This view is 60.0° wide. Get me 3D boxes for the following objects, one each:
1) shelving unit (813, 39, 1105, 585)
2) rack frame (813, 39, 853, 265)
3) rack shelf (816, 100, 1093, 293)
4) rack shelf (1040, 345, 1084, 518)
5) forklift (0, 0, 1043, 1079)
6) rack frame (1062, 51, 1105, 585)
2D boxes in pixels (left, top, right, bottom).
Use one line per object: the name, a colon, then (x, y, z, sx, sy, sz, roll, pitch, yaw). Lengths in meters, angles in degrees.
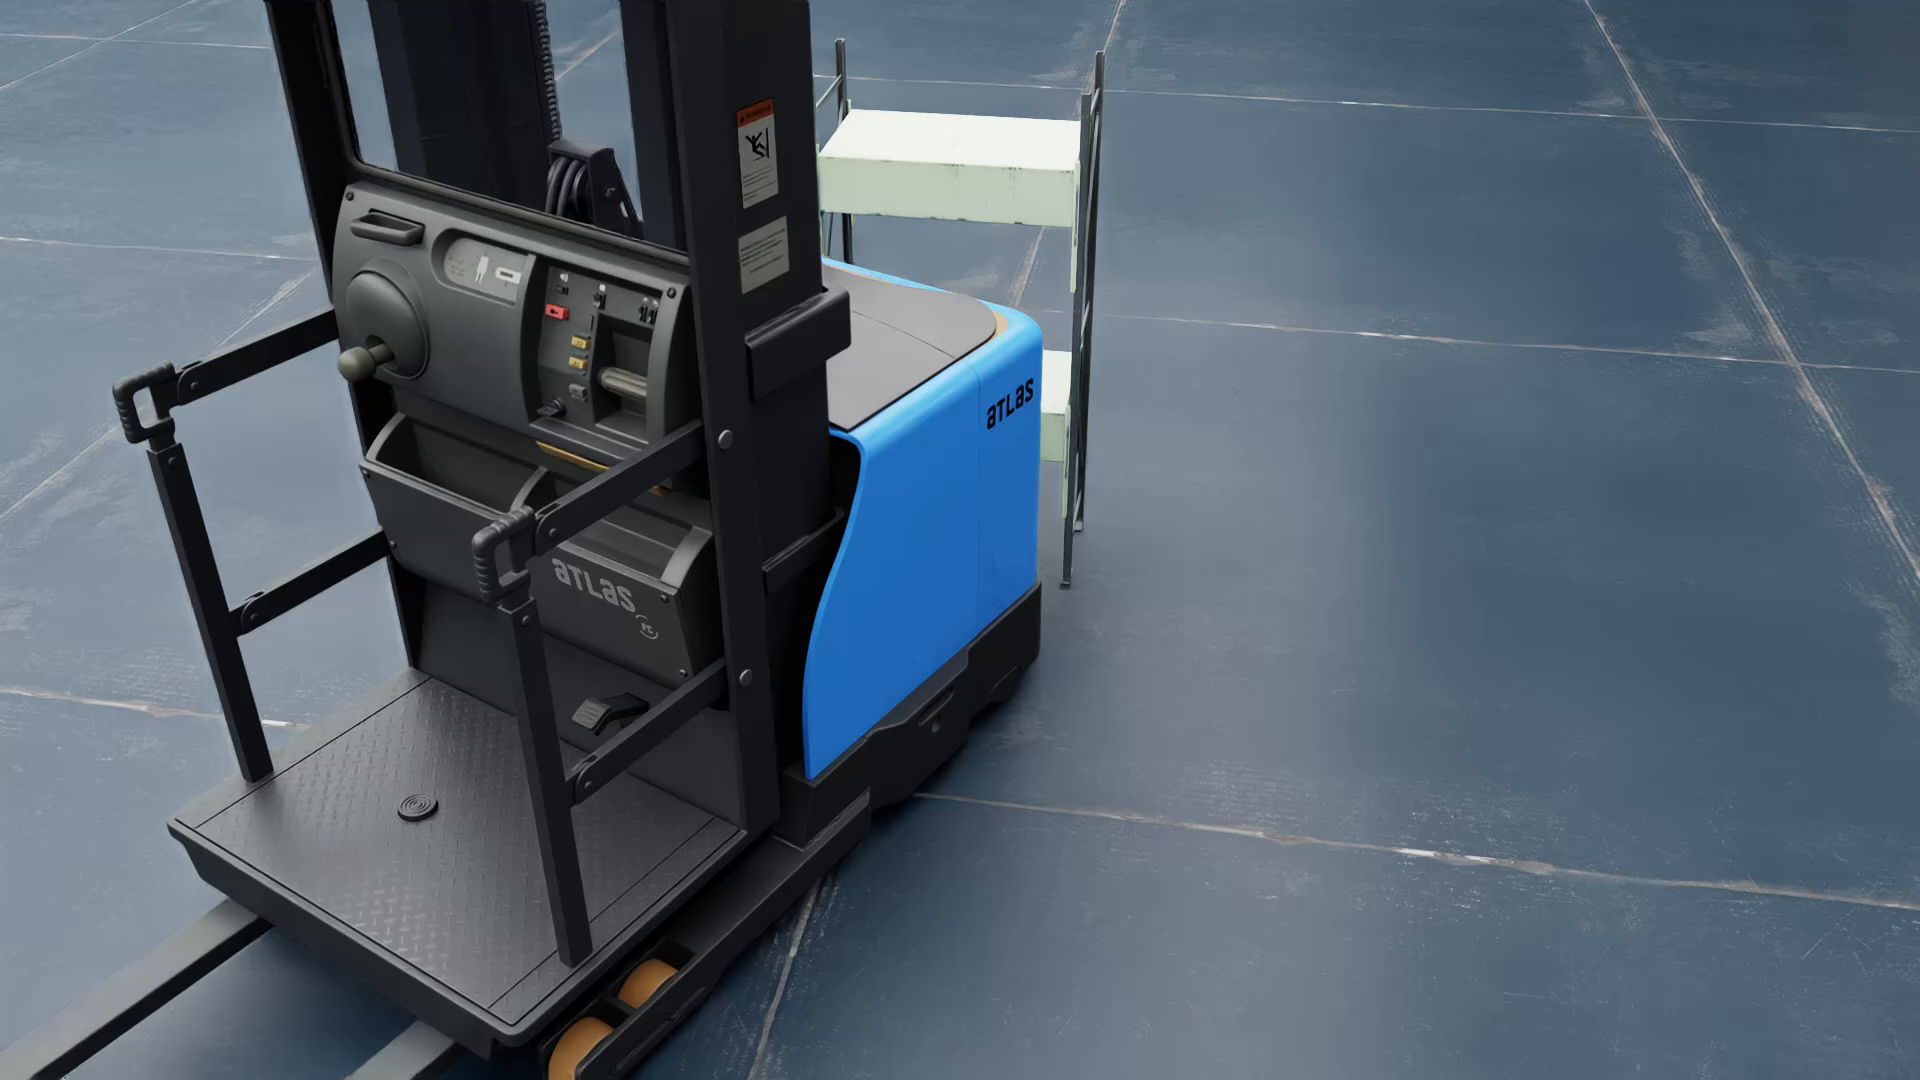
shelving unit: (-0.007, -0.636, 4.853, 0.755, 1.500, 0.431, 5, 32, 8)
rack frame: (-0.367, -0.669, 4.905, 0.023, 1.500, 0.400, 5, 32, 8)
rack shelf: (-0.007, -0.967, 4.646, 0.720, 0.370, 0.431, 5, 32, 8)
rack shelf: (-0.007, -0.360, 5.026, 0.720, 0.370, 0.431, 5, 32, 8)
forklift: (-1.016, -0.382, 3.097, 1.130, 2.935, 3.031, 20, 37, 28)
rack frame: (0.354, -0.604, 4.801, 0.023, 1.500, 0.400, 5, 32, 8)
